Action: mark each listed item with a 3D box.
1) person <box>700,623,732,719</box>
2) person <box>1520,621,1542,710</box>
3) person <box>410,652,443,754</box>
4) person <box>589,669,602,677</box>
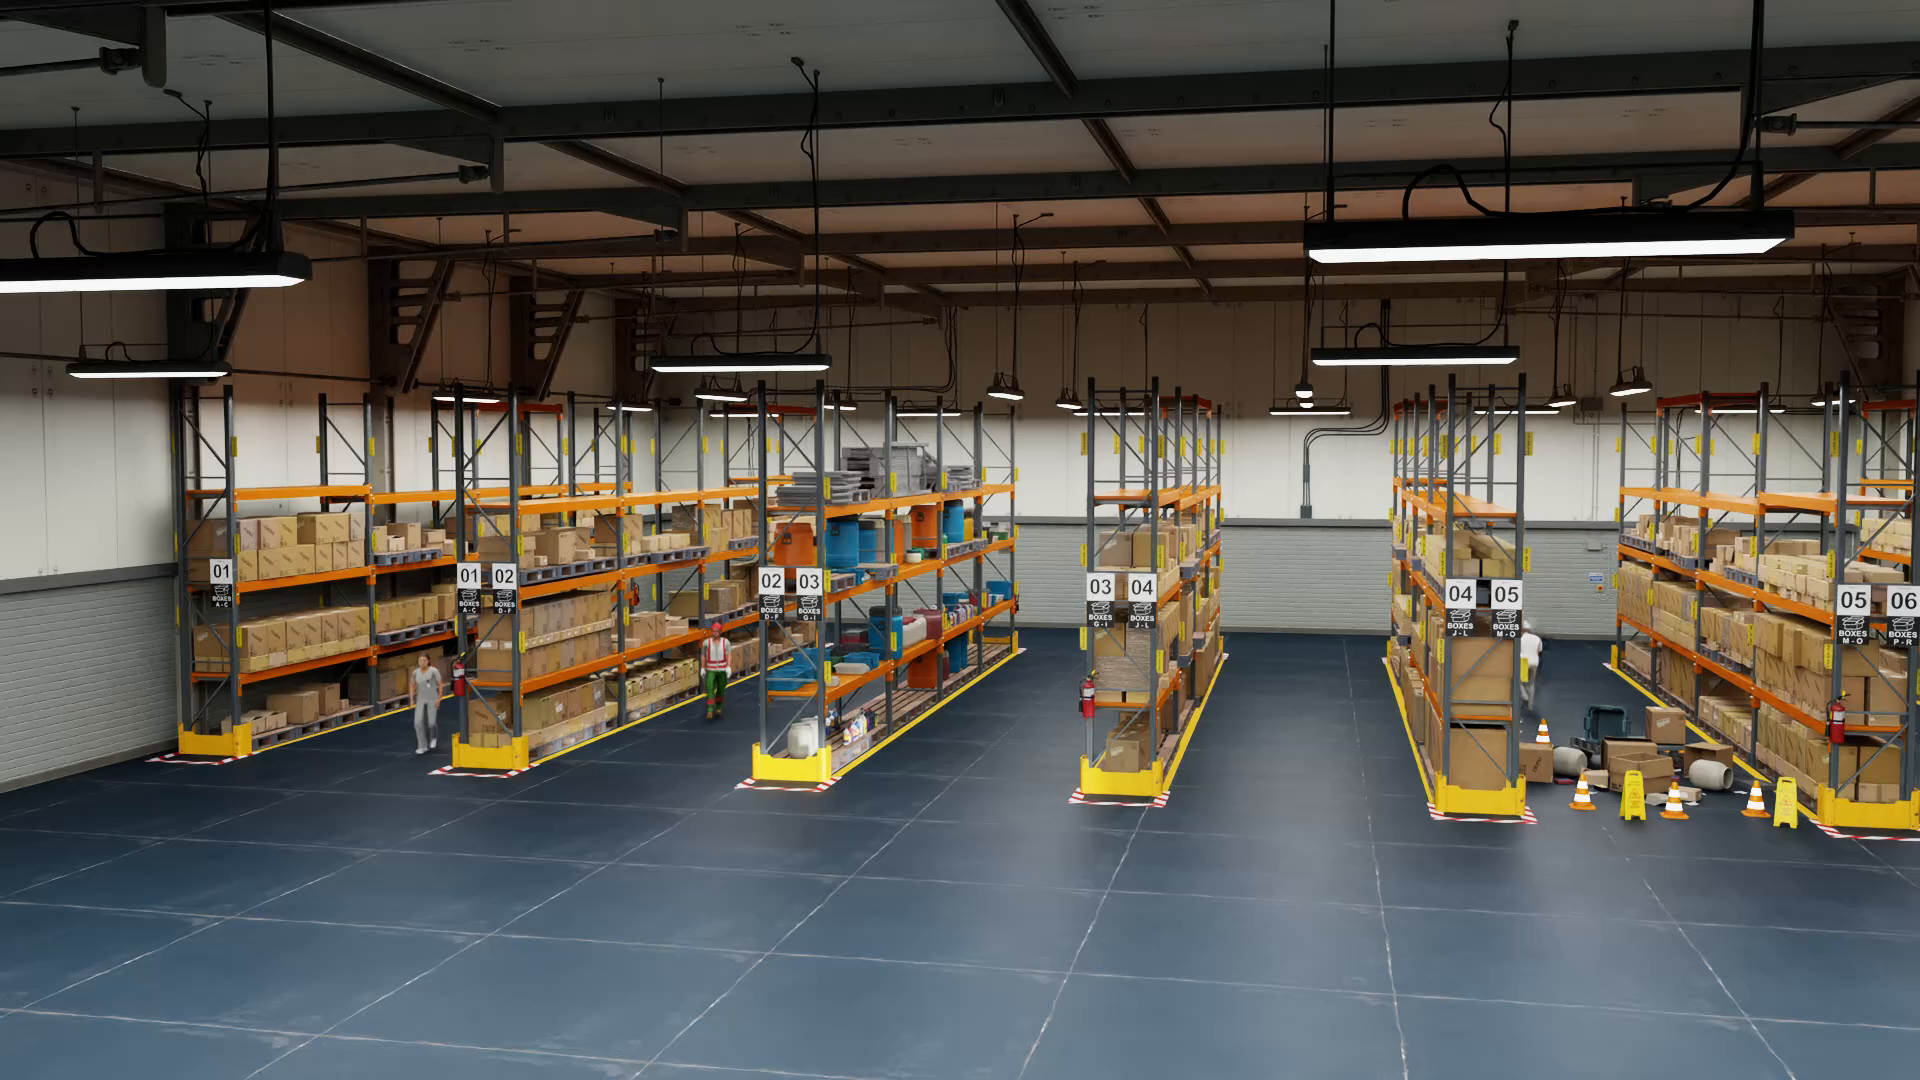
[{"bbox_3d":[-4.467,2.393,30.558,0.558,1.729,1.041,-1,3,-16],"label":"person"},{"bbox_3d":[10.836,2.396,31.833,0.655,1.655,0.771,0,3,5],"label":"person"},{"bbox_3d":[-8.758,2.656,27.349,0.534,1.654,0.600,0,3,0],"label":"person"},{"bbox_3d":[-7.673,2.237,34.726,0.506,1.632,0.456,1,3,23],"label":"person"}]
